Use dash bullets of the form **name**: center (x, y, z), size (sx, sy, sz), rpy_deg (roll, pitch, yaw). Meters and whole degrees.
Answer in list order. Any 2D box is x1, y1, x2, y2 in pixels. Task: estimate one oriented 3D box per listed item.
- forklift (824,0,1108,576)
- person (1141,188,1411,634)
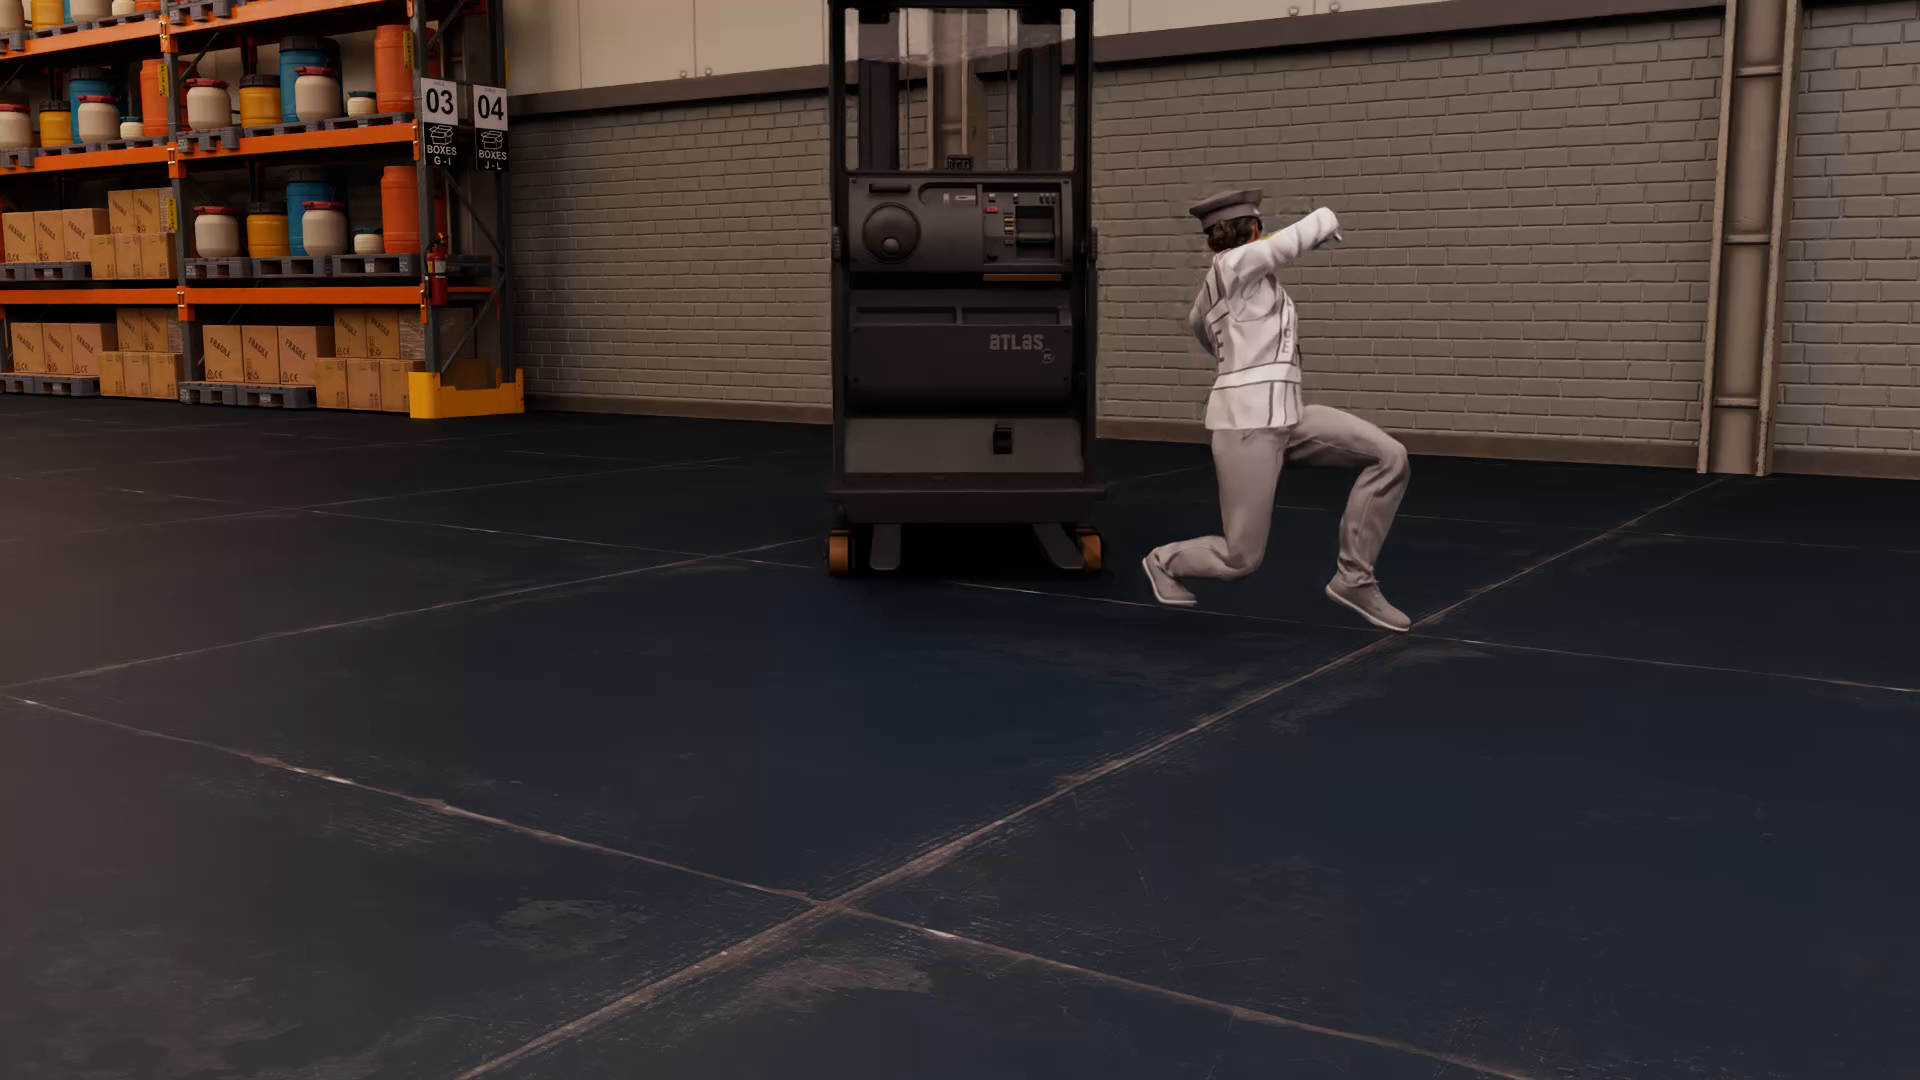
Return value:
- **forklift**: center (0.012, -1.351, 6.695), size (1.130, 2.935, 3.031), rpy_deg (0, 8, -2)
- **person**: center (1.088, -0.445, 5.453), size (0.928, 1.369, 0.890), rpy_deg (4, 9, 28)
